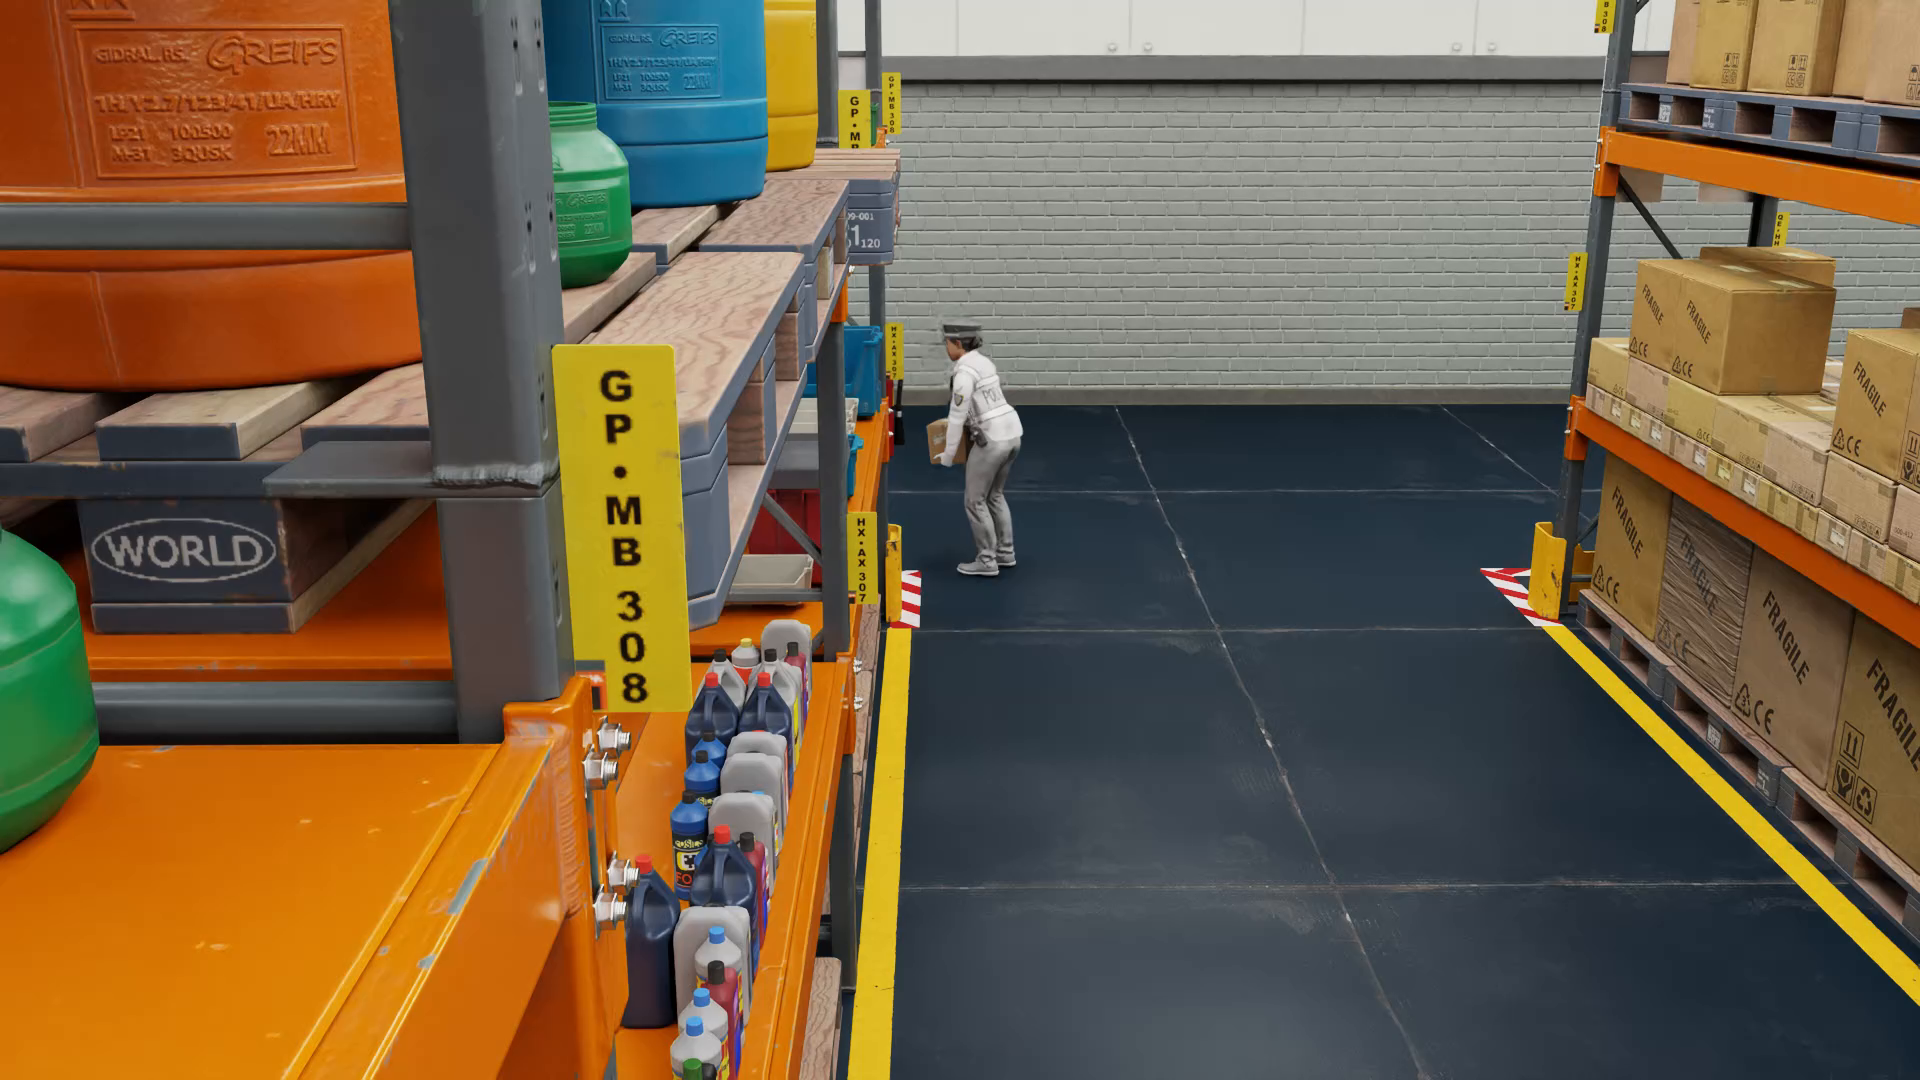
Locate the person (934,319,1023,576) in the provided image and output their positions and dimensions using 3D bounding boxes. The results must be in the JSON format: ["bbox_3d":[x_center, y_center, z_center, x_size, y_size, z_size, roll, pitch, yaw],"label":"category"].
[{"bbox_3d":[0.114,-0.585,10.528,0.548,1.615,0.404,9,19,27],"label":"person"}]
